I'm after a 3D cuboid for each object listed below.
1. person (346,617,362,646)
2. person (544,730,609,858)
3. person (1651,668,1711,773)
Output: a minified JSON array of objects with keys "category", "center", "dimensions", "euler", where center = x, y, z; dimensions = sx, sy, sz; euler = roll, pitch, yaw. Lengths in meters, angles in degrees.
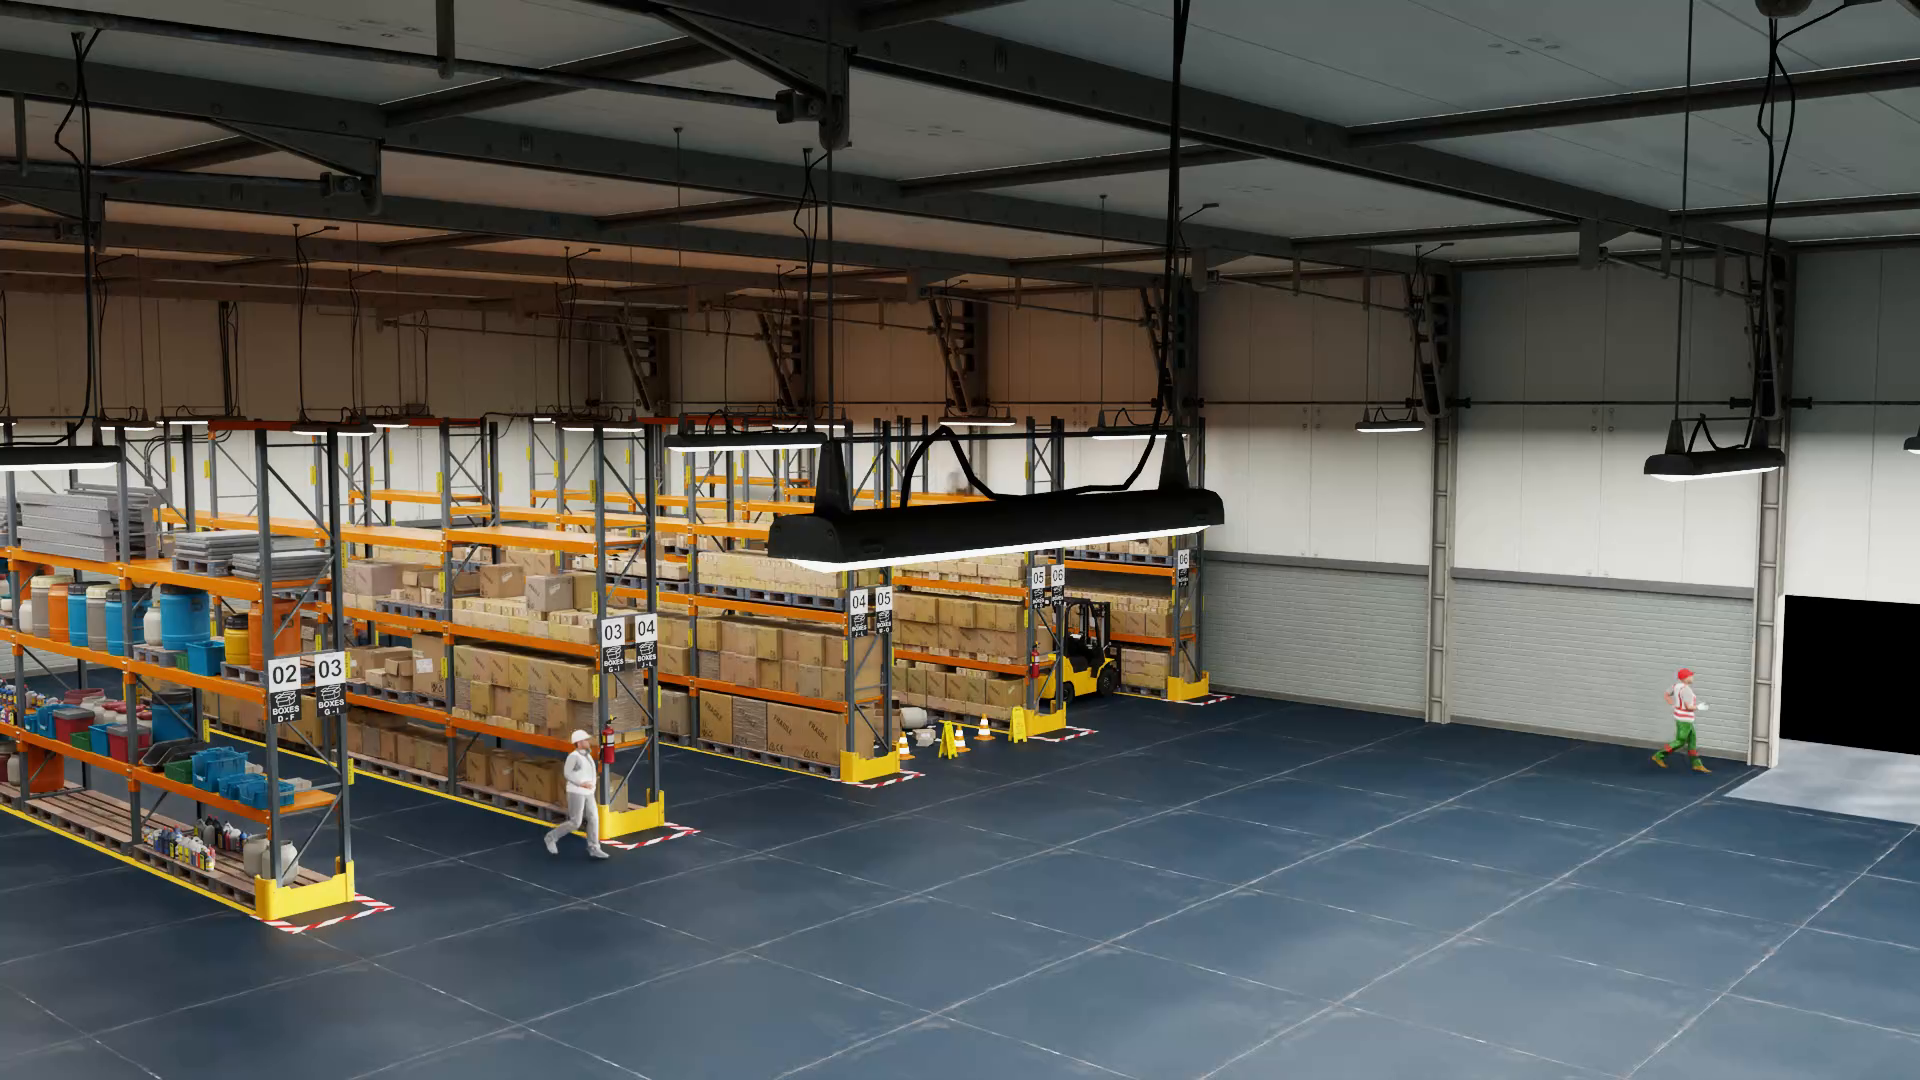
[{"category":"person","center":[-14.342,2.275,39.511],"dimensions":[0.534,1.636,0.720],"euler":[3,6,33]},{"category":"person","center":[-5.273,3.525,23.217],"dimensions":[0.936,1.735,0.718],"euler":[1,5,14]},{"category":"person","center":[12.290,3.073,28.266],"dimensions":[0.987,1.799,0.653],"euler":[1,5,11]}]
